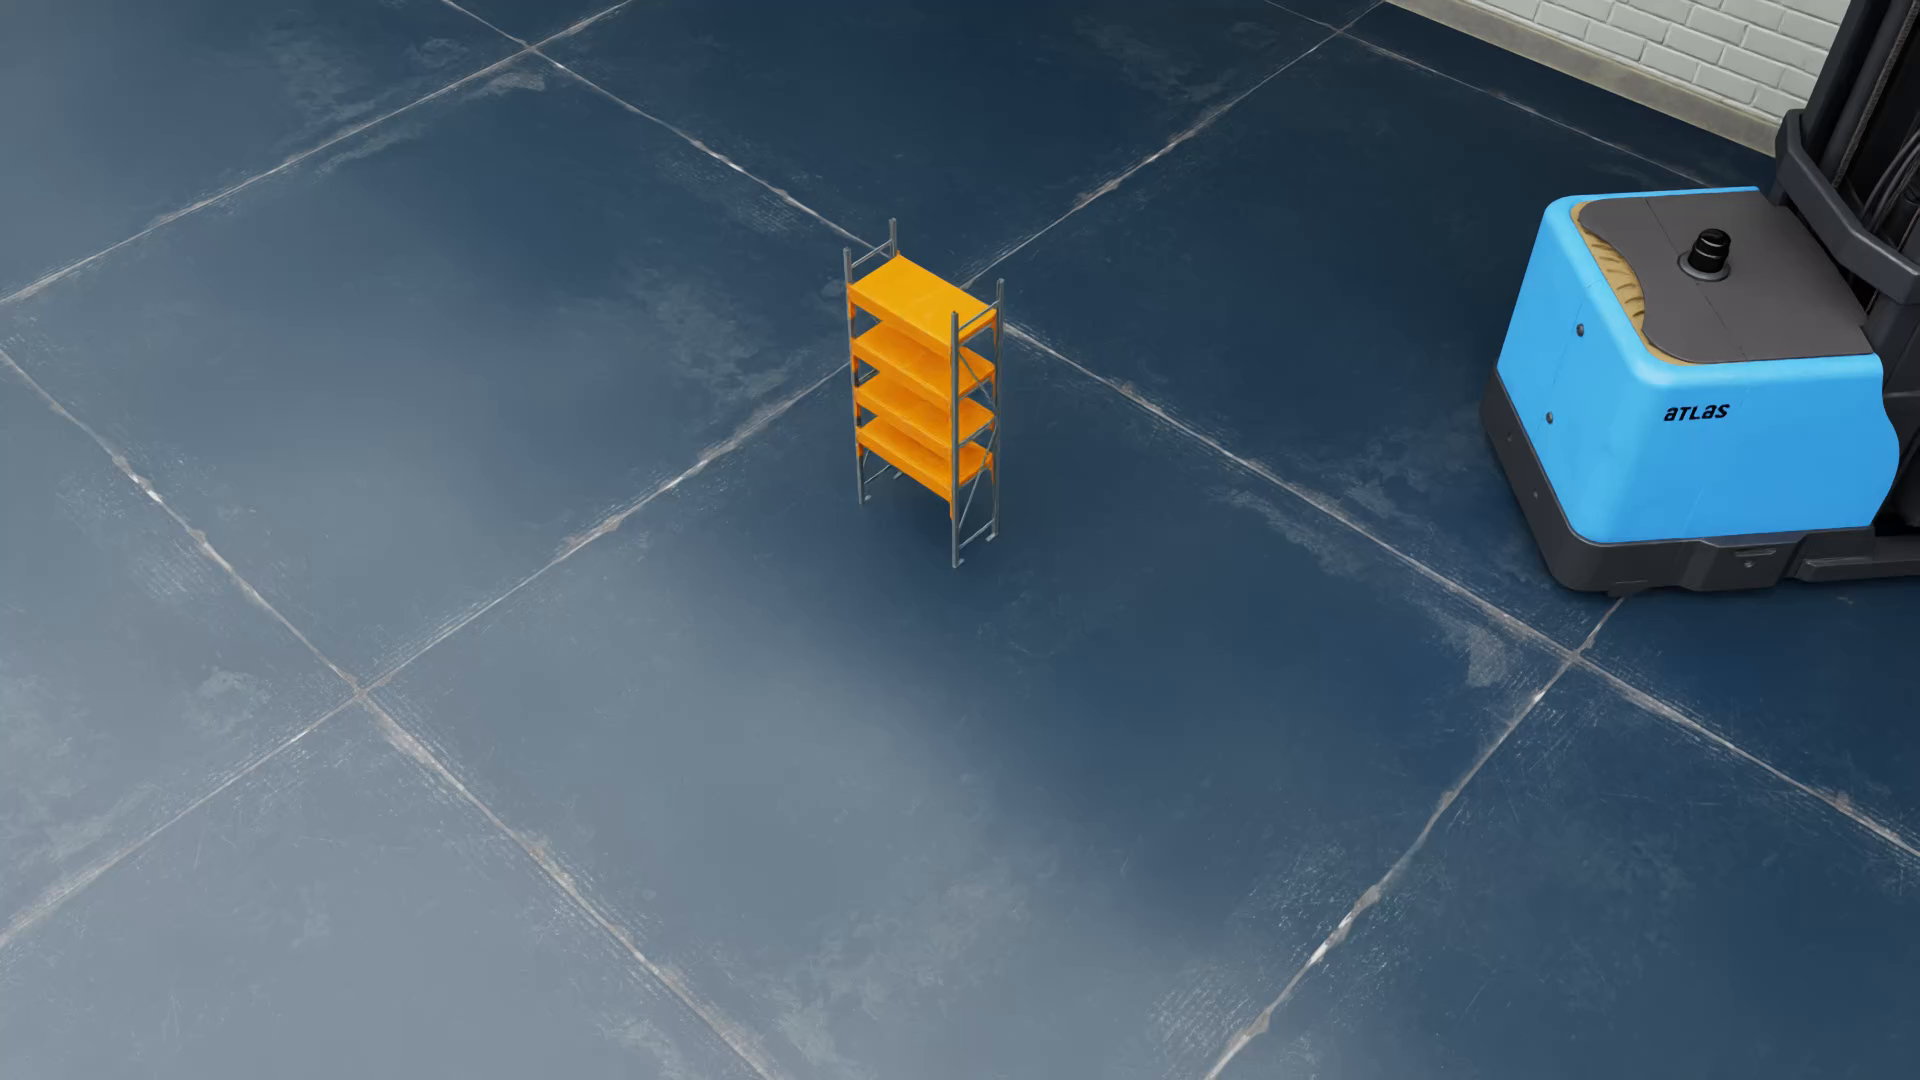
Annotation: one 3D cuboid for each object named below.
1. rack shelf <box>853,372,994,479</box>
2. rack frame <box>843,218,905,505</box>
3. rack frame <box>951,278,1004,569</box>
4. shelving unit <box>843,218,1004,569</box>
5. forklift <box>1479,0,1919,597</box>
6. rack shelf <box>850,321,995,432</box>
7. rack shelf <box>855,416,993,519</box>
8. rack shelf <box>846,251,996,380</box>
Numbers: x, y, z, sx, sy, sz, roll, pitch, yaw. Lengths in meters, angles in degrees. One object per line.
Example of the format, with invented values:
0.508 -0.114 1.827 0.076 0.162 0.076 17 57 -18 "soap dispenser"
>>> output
-0.122 -0.446 5.938 0.480 0.148 0.258 34 55 28 "rack shelf"
-0.301 -0.613 6.003 0.015 1.200 0.240 34 55 28 "rack frame"
0.058 -0.372 5.776 0.015 1.200 0.240 34 55 28 "rack frame"
-0.122 -0.493 5.889 0.503 1.200 0.258 34 55 28 "shelving unit"
3.616 -1.241 5.405 3.031 2.935 1.130 -4 47 -4 "forklift"
-0.122 -0.600 5.775 0.480 0.148 0.258 34 55 28 "rack shelf"
-0.122 -0.311 6.083 0.480 0.148 0.258 34 55 28 "rack shelf"
-0.122 -0.762 5.603 0.480 0.148 0.258 34 55 28 "rack shelf"
